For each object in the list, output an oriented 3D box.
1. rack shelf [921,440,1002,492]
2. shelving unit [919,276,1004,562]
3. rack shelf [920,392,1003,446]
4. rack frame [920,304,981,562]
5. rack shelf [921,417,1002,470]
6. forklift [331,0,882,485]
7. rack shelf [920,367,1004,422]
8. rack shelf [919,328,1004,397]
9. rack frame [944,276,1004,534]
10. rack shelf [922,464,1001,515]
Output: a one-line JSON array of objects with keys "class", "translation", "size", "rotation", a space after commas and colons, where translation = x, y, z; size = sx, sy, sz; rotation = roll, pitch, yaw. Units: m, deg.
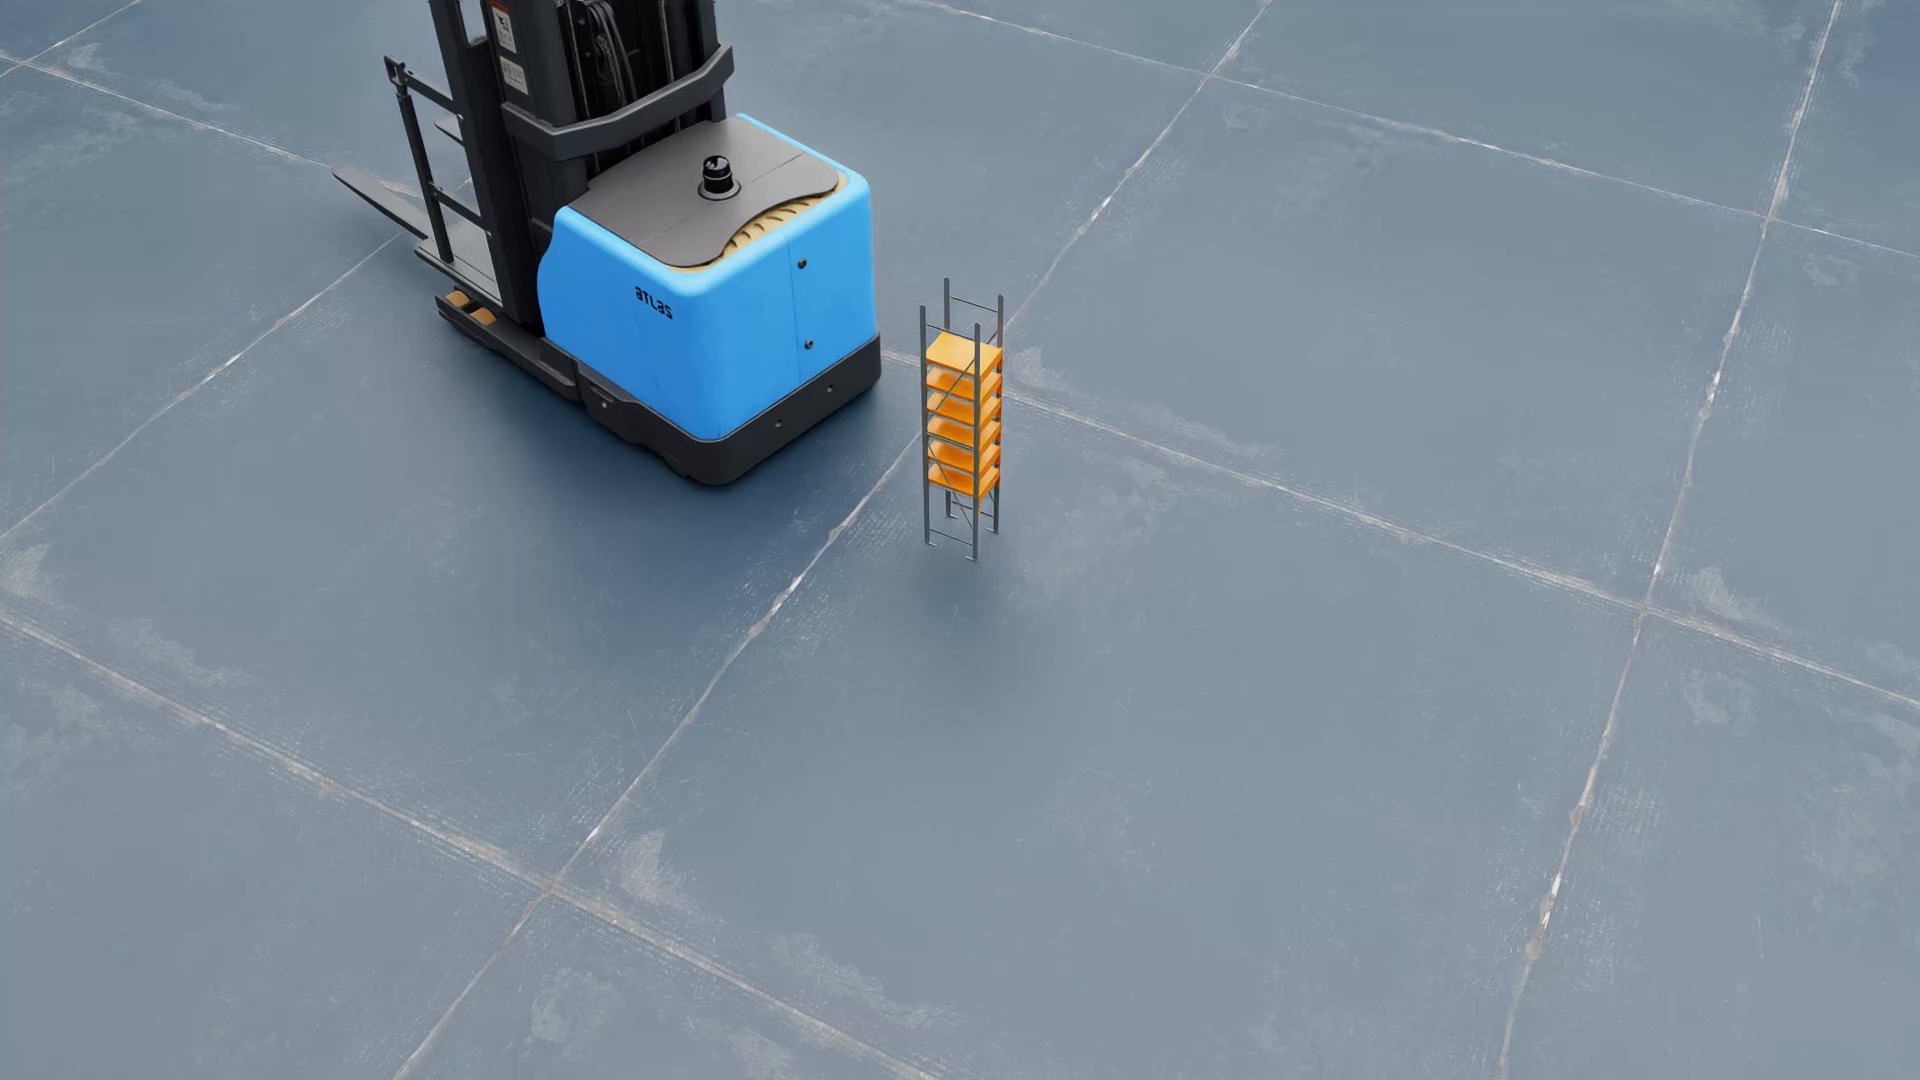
[{"class": "rack shelf", "translation": [0.007, -0.315, 6.449], "size": [0.258, 0.103, 0.180], "rotation": [20, 49, 19]}, {"class": "shelving unit", "translation": [0.007, -0.431, 6.332], "size": [0.258, 1.200, 0.189], "rotation": [20, 49, 19]}, {"class": "rack shelf", "translation": [0.007, -0.484, 6.279], "size": [0.258, 0.103, 0.180], "rotation": [20, 49, 19]}, {"class": "rack frame", "translation": [-0.036, -0.373, 6.275], "size": [0.240, 1.200, 0.006], "rotation": [20, 49, 19]}, {"class": "rack shelf", "translation": [0.007, -0.400, 6.364], "size": [0.258, 0.103, 0.180], "rotation": [20, 49, 19]}, {"class": "forklift", "translation": [-1.780, -2.173, 6.837], "size": [3.031, 2.935, 1.130], "rotation": [33, 54, 28]}, {"class": "rack shelf", "translation": [0.007, -0.568, 6.193], "size": [0.258, 0.103, 0.180], "rotation": [20, 49, 19]}, {"class": "rack shelf", "translation": [0.007, -0.653, 6.108], "size": [0.258, 0.103, 0.180], "rotation": [20, 49, 19]}, {"class": "rack frame", "translation": [0.049, -0.489, 6.389], "size": [0.240, 1.200, 0.006], "rotation": [20, 49, 19]}, {"class": "rack shelf", "translation": [0.007, -0.231, 6.535], "size": [0.258, 0.103, 0.180], "rotation": [20, 49, 19]}]
